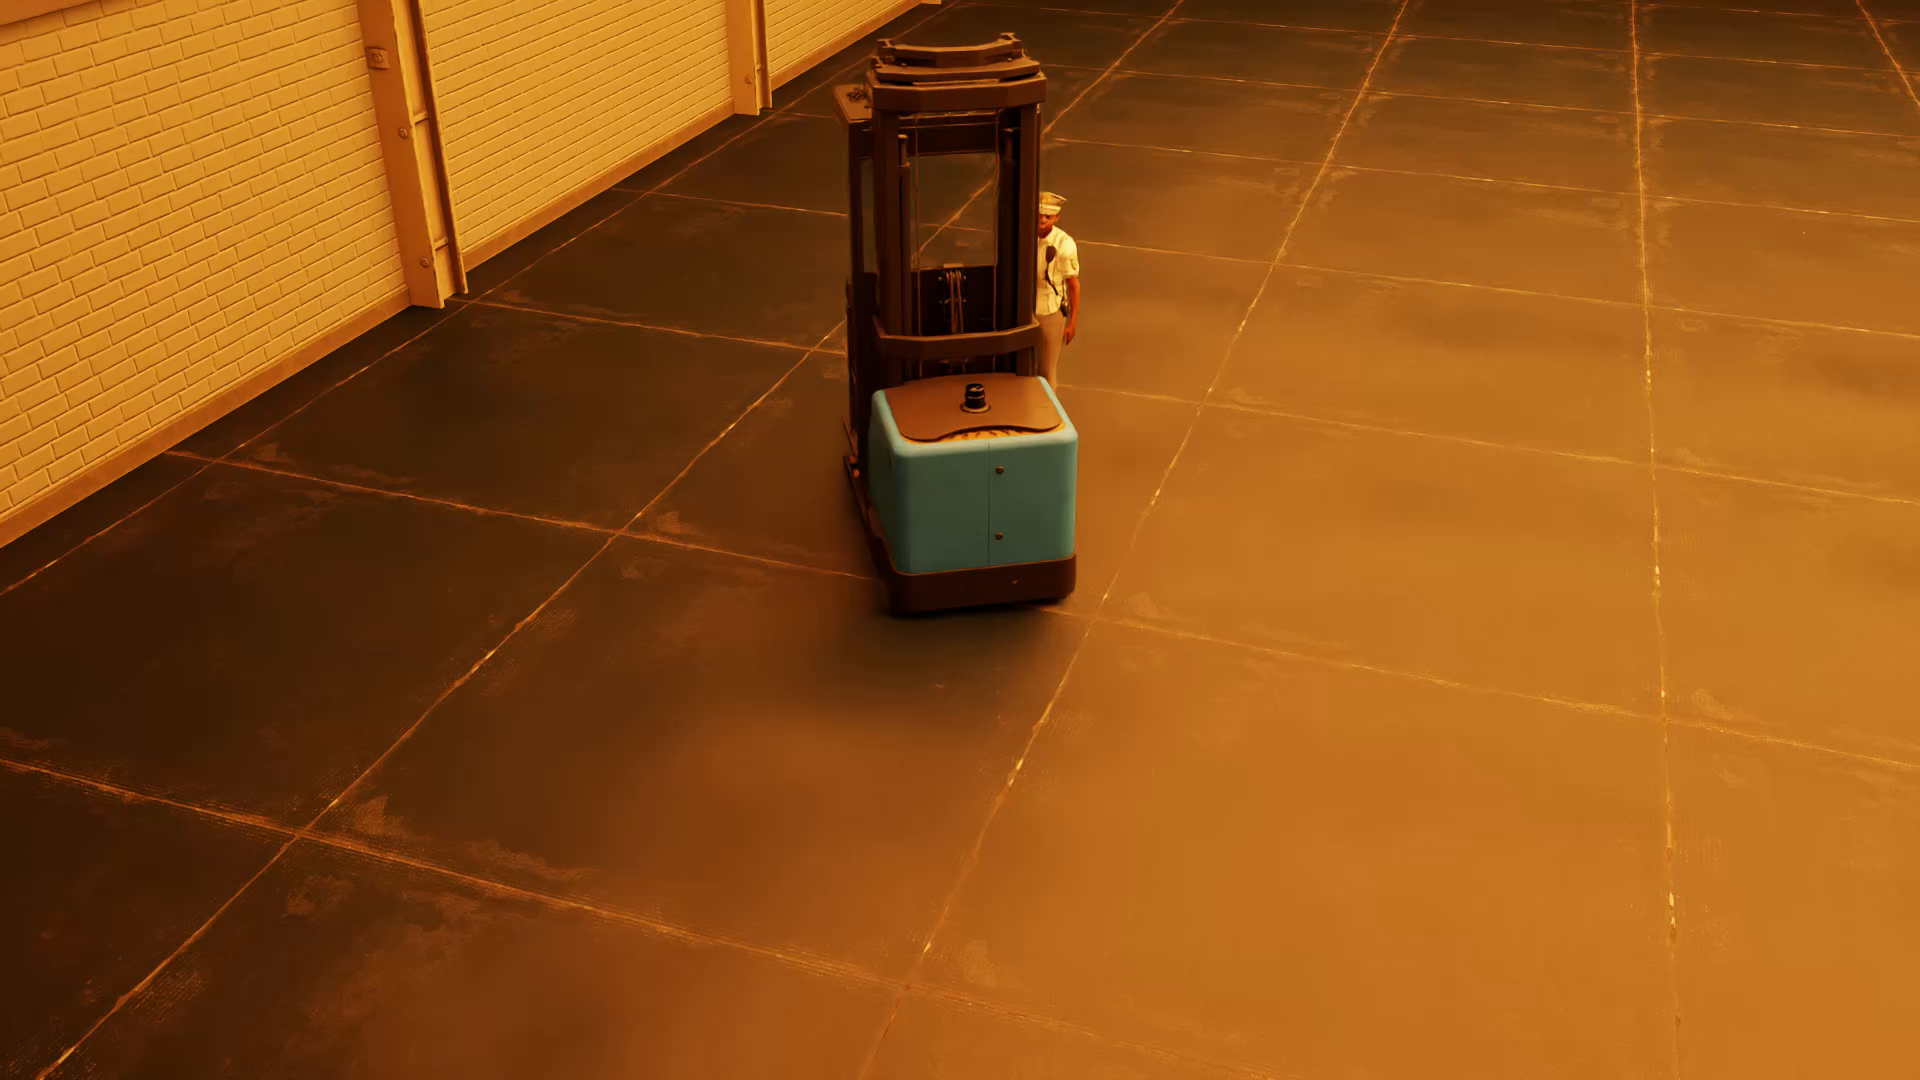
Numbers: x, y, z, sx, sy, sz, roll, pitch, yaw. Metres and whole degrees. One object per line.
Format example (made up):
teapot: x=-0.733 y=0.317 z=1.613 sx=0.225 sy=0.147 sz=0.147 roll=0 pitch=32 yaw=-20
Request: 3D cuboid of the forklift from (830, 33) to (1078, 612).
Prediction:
forklift: x=-0.139 y=-1.586 z=9.919 sx=1.130 sy=2.935 sz=3.031 roll=-6 pitch=30 yaw=-10

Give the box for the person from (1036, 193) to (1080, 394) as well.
person: x=0.479 y=-1.450 z=10.868 sx=0.566 sy=1.696 sz=0.496 roll=12 pitch=32 yaw=20
